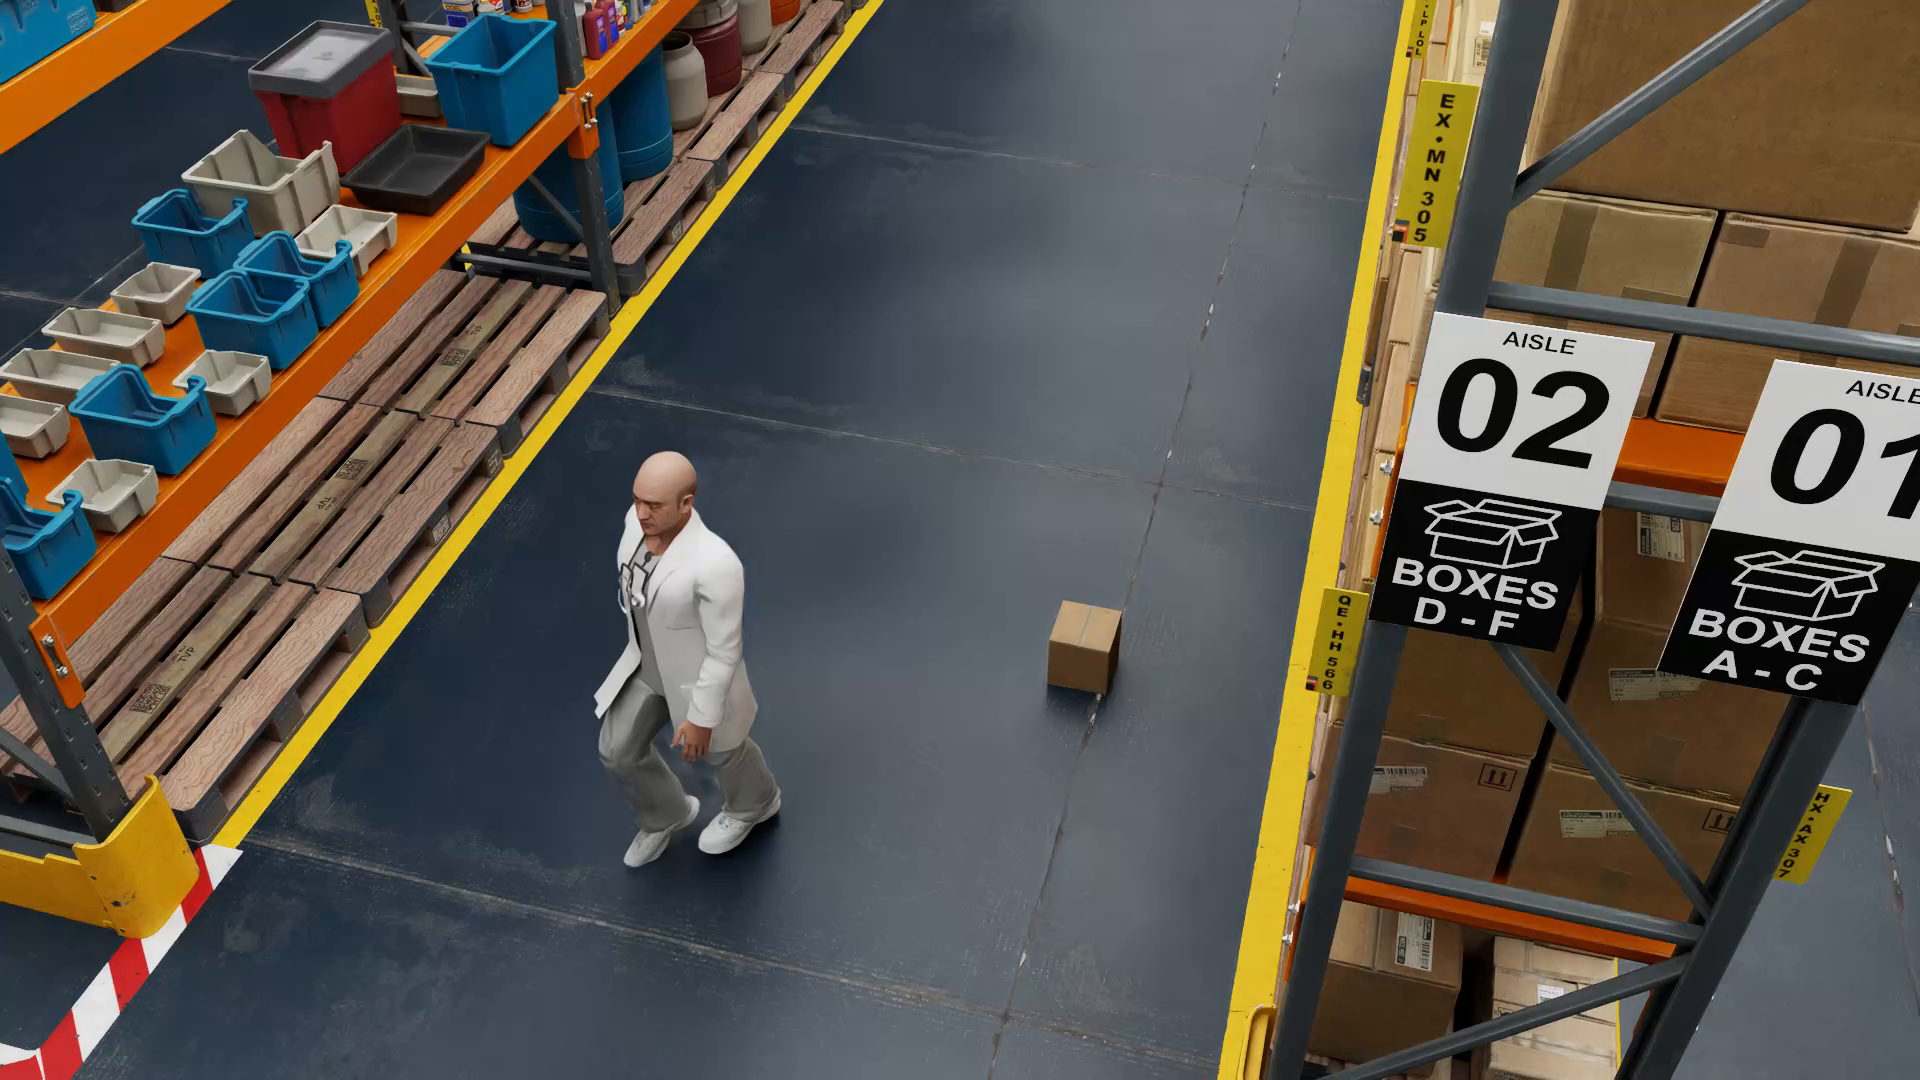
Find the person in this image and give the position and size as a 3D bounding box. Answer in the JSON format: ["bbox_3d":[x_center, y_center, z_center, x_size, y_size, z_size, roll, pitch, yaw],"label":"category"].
[{"bbox_3d":[-0.927,0.462,5.641,0.623,1.845,0.580,30,49,30],"label":"person"}]
